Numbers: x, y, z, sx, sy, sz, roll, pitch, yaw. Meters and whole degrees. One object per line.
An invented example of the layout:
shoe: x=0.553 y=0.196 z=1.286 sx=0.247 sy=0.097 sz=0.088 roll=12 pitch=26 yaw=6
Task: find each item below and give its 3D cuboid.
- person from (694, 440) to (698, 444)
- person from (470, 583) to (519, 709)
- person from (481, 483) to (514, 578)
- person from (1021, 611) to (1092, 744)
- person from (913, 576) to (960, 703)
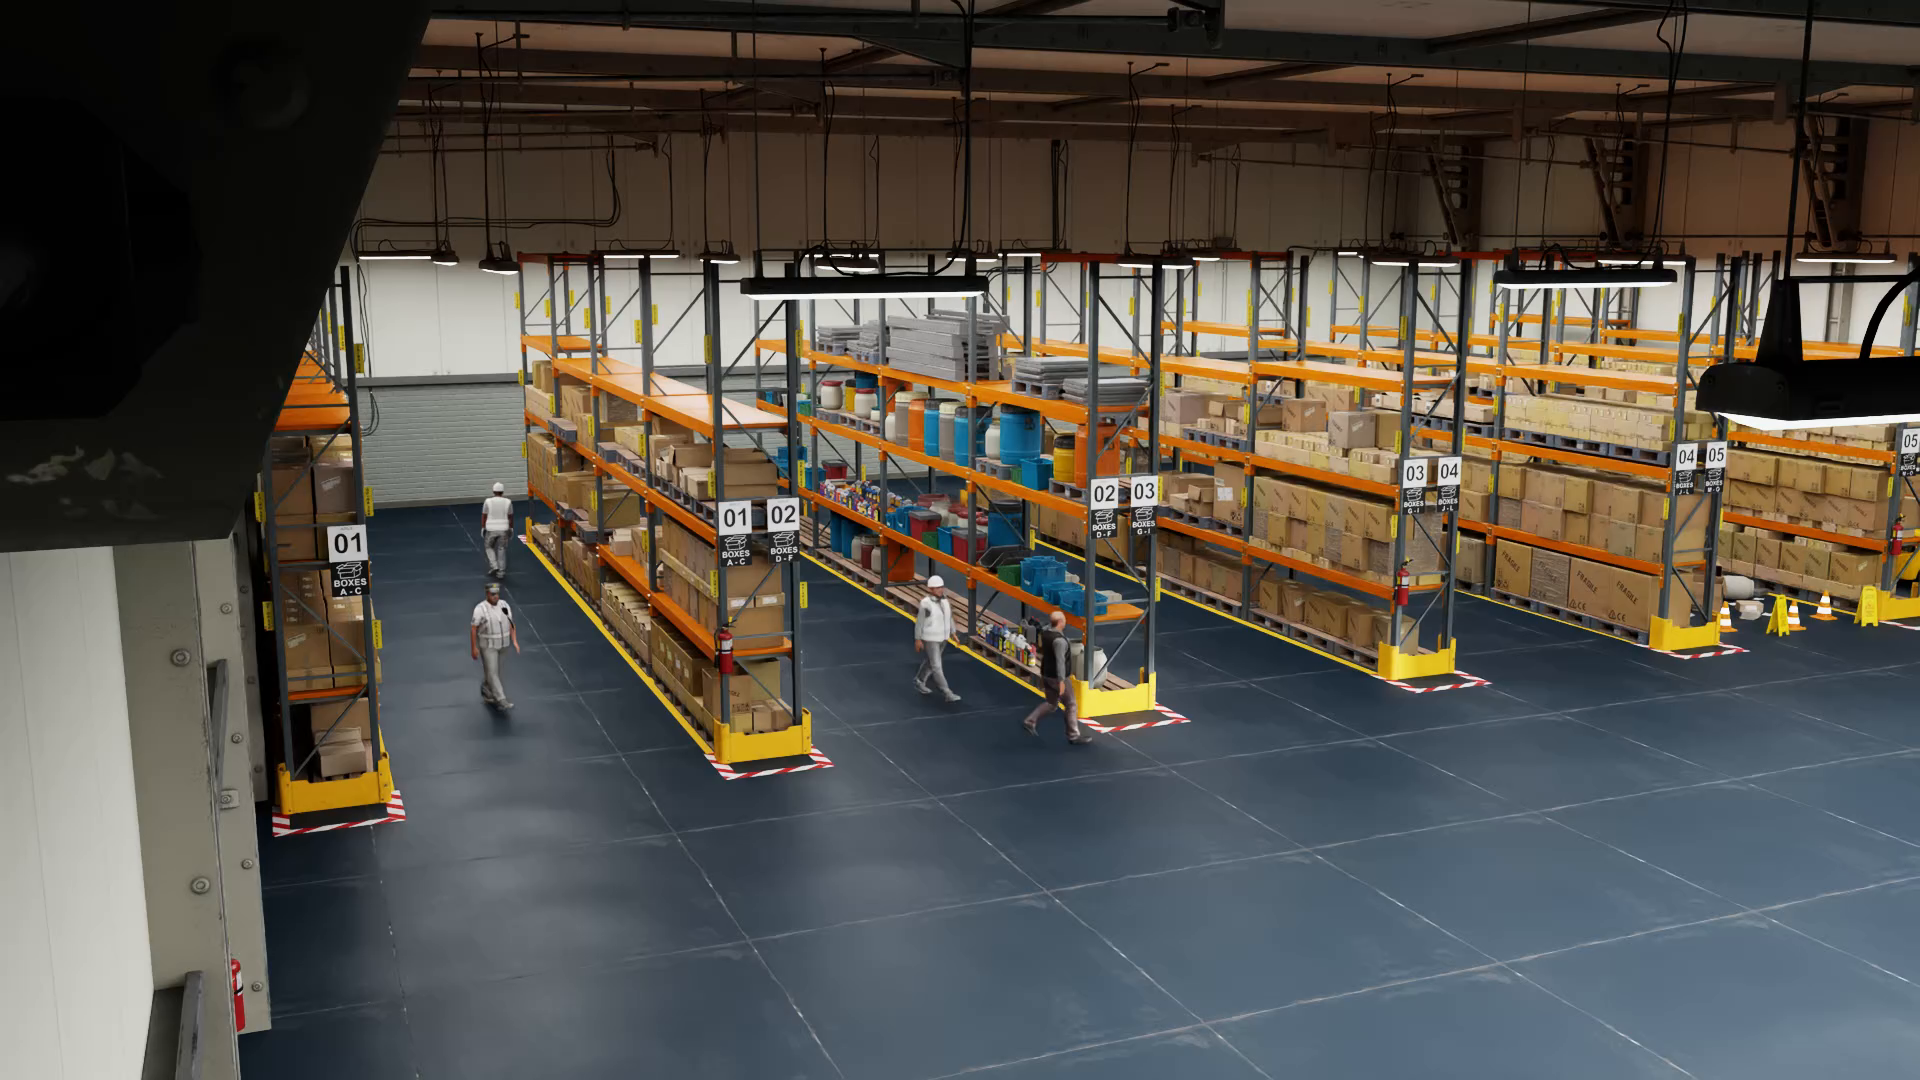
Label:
person: x=-5.990 y=-1.428 z=37.955 sx=0.921 sy=1.742 sz=0.557 roll=-10 pitch=14 yaw=-42
person: x=-6.240 y=1.410 z=22.443 sx=1.080 sy=1.707 sz=0.571 roll=8 pitch=13 yaw=37
person: x=-8.607 y=-0.173 z=30.980 sx=0.590 sy=1.780 sz=0.516 roll=-4 pitch=11 yaw=-19
person: x=1.201 y=1.723 z=20.877 sx=0.864 sy=1.700 sz=0.562 roll=-4 pitch=11 yaw=-21
person: x=-0.279 y=1.339 z=22.808 sx=1.070 sy=1.712 sz=0.567 roll=8 pitch=13 yaw=38
